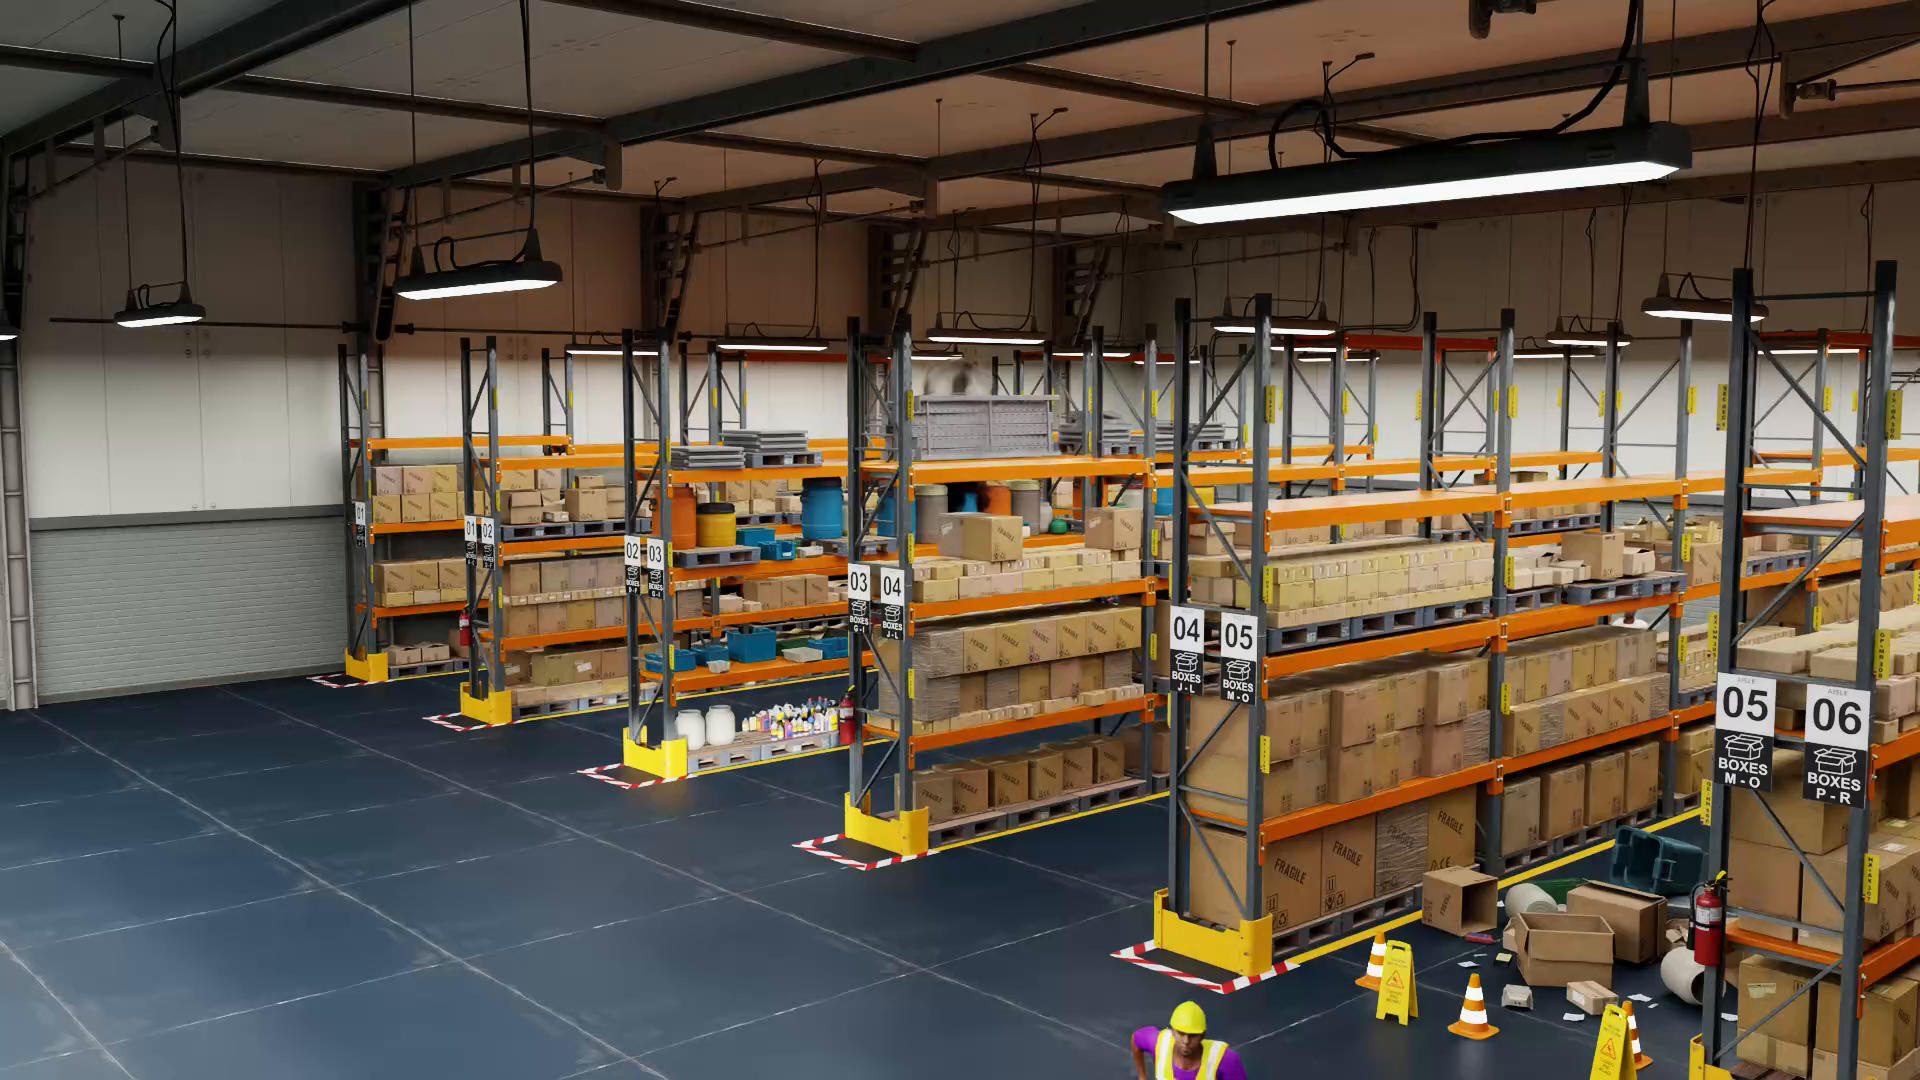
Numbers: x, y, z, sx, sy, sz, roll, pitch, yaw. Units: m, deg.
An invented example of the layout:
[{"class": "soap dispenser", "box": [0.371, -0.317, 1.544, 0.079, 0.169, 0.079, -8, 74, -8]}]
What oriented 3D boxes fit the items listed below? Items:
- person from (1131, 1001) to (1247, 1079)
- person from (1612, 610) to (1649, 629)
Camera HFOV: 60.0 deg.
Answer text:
[{"class": "person", "box": [1.321, 3.445, 9.613, 0.684, 1.712, 0.917, 1, 5, 8]}, {"class": "person", "box": [10.916, 1.874, 27.143, 0.714, 1.733, 0.791, 4, 7, 40]}]
